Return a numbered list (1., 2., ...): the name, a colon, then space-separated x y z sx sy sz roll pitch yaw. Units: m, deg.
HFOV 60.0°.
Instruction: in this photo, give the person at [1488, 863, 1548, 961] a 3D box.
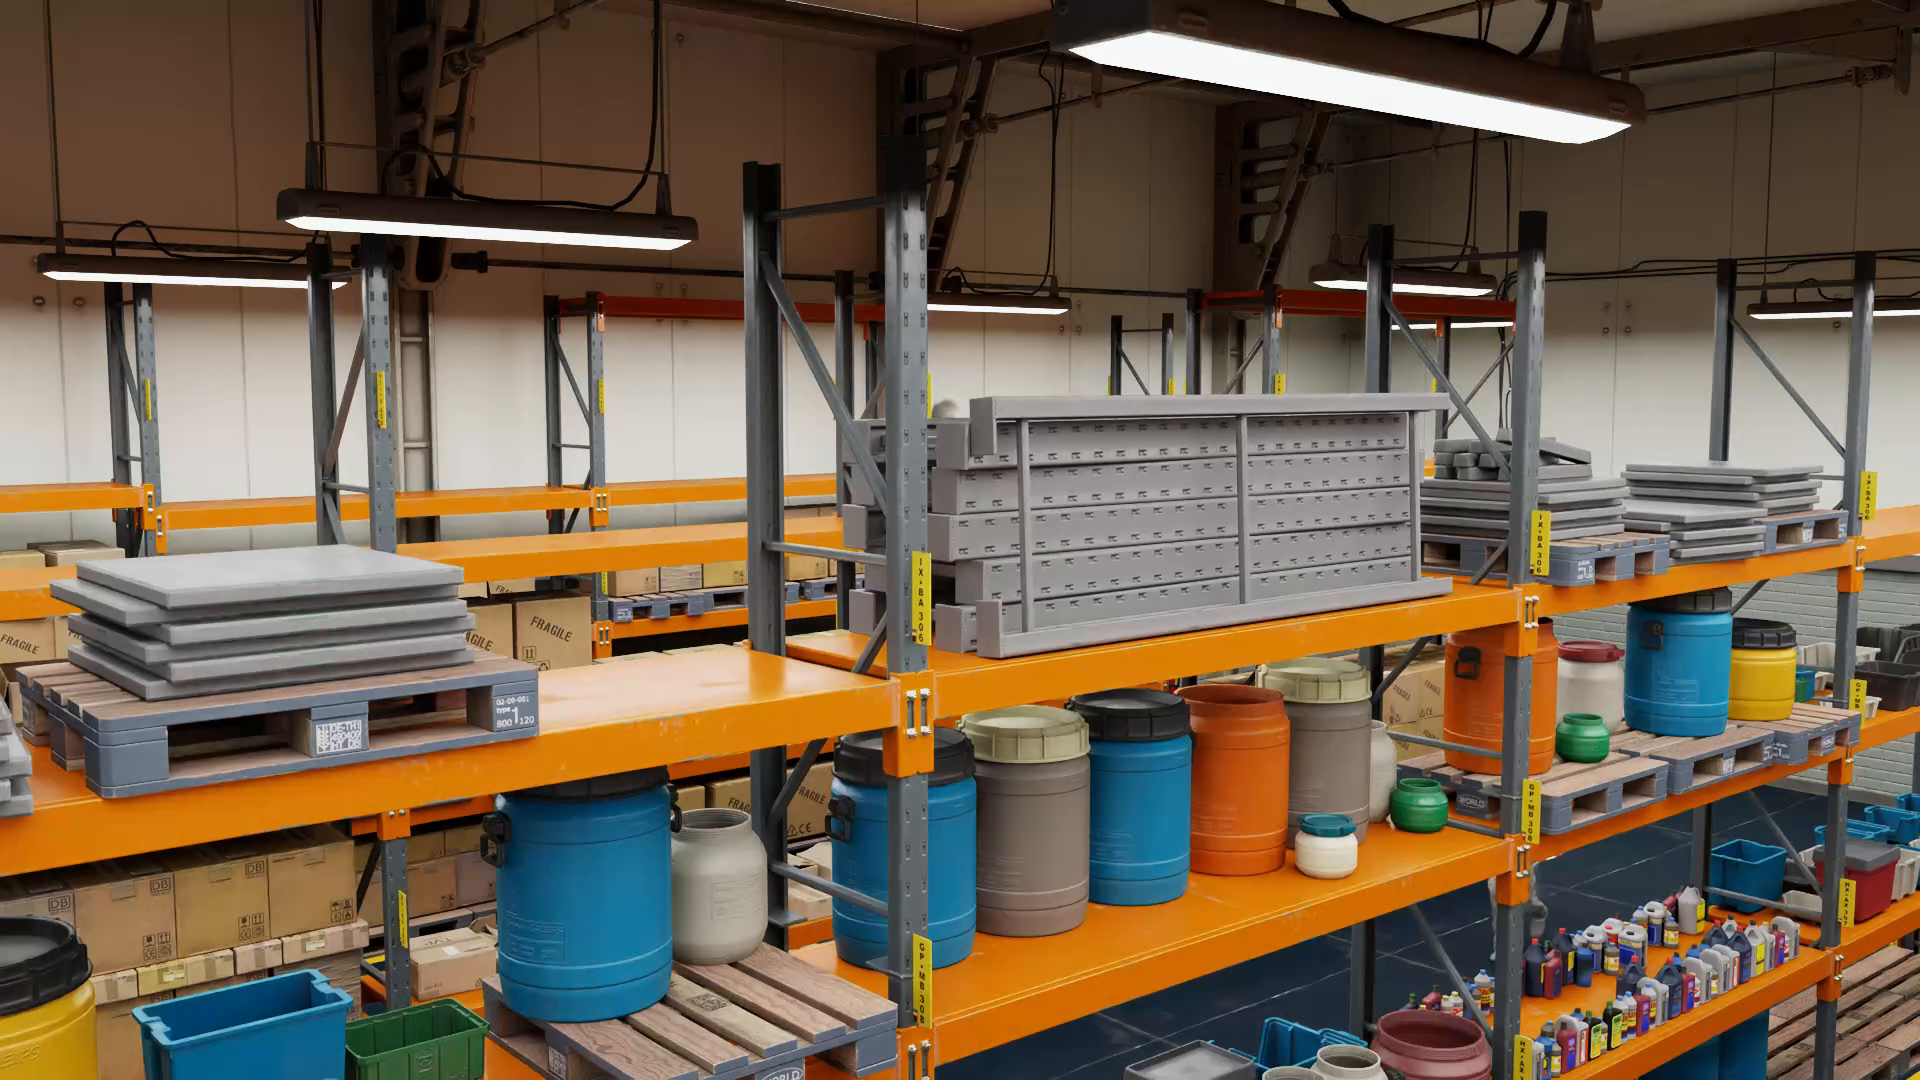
1. person: 4.993 2.844 14.927 0.689 1.762 0.877 5 8 43
